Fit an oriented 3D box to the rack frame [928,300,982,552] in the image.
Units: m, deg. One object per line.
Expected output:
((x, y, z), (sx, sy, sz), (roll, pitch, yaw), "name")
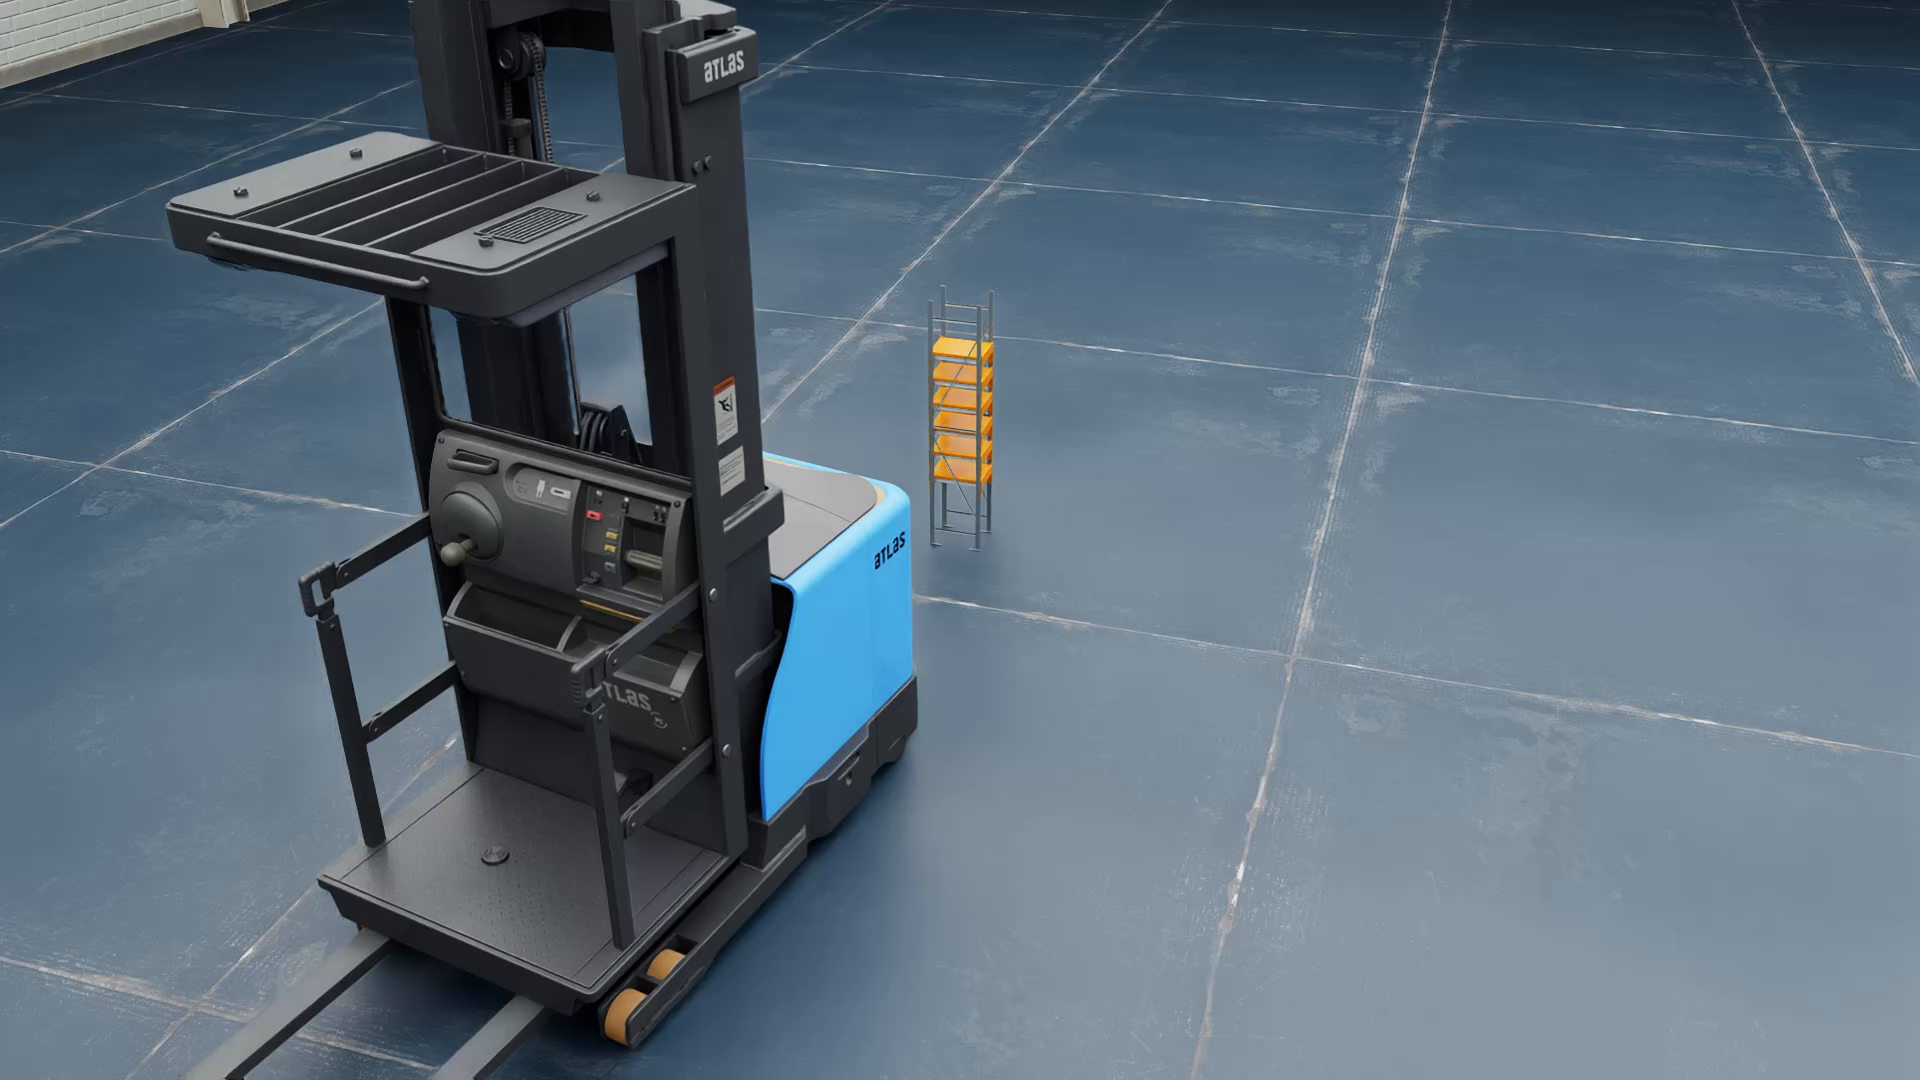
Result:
((-0.023, -0.489, 7.394), (0.240, 1.200, 0.006), (8, 30, 15), "rack frame")

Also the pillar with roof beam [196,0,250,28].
((-3.636, -8.775, 14.267), (9.100, 9.000, 0.400), (8, 30, 15), "pillar with roof beam")

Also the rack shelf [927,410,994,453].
((0.004, -0.492, 7.492), (0.258, 0.103, 0.180), (8, 30, 15), "rack shelf")

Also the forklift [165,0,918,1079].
((-1.298, -0.008, 4.749), (1.130, 2.935, 3.031), (14, 32, 24), "forklift")

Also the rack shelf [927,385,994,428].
((0.004, -0.597, 7.434), (0.258, 0.103, 0.180), (8, 30, 15), "rack shelf")

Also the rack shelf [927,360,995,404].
((0.004, -0.702, 7.375), (0.258, 0.103, 0.180), (8, 30, 15), "rack shelf")

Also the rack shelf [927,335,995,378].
((0.004, -0.807, 7.317), (0.258, 0.103, 0.180), (8, 30, 15), "rack shelf")

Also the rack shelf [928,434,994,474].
((0.004, -0.387, 7.550), (0.258, 0.103, 0.180), (8, 30, 15), "rack shelf")

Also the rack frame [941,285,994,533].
((0.031, -0.574, 7.547), (0.240, 1.200, 0.006), (8, 30, 15), "rack frame")

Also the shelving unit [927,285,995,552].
((0.004, -0.531, 7.470), (0.258, 1.200, 0.189), (8, 30, 15), "shelving unit")

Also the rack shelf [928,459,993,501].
((0.004, -0.282, 7.609), (0.258, 0.103, 0.180), (8, 30, 15), "rack shelf")
